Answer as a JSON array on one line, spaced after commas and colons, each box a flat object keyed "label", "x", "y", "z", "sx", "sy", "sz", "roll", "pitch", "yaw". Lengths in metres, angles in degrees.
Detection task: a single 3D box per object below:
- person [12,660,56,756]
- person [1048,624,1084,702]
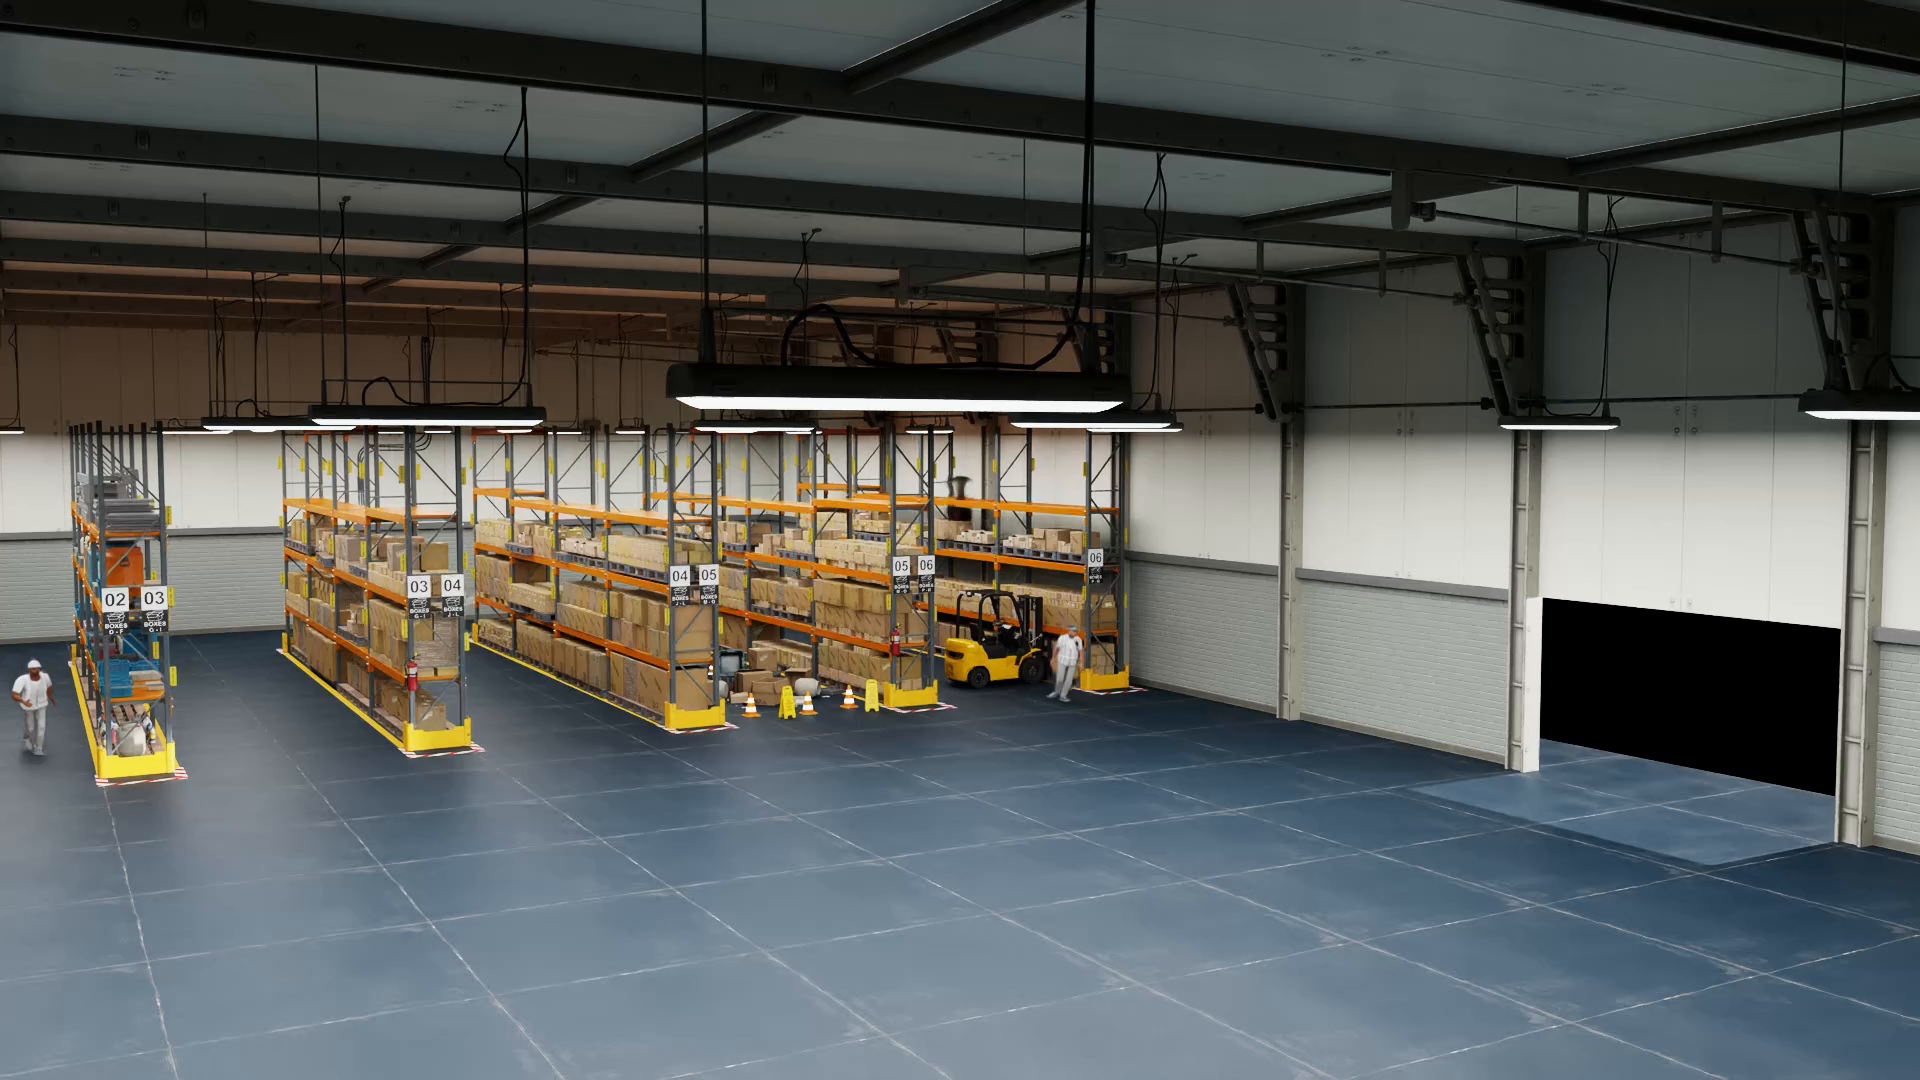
[{"label": "person", "x": -16.762, "y": 3.010, "z": 30.041, "sx": 0.695, "sy": 1.721, "sz": 0.846, "roll": -3, "pitch": 5, "yaw": -42}, {"label": "person", "x": 2.295, "y": 2.655, "z": 35.933, "sx": 0.709, "sy": 1.710, "sz": 0.582, "roll": -1, "pitch": 4, "yaw": -13}]
